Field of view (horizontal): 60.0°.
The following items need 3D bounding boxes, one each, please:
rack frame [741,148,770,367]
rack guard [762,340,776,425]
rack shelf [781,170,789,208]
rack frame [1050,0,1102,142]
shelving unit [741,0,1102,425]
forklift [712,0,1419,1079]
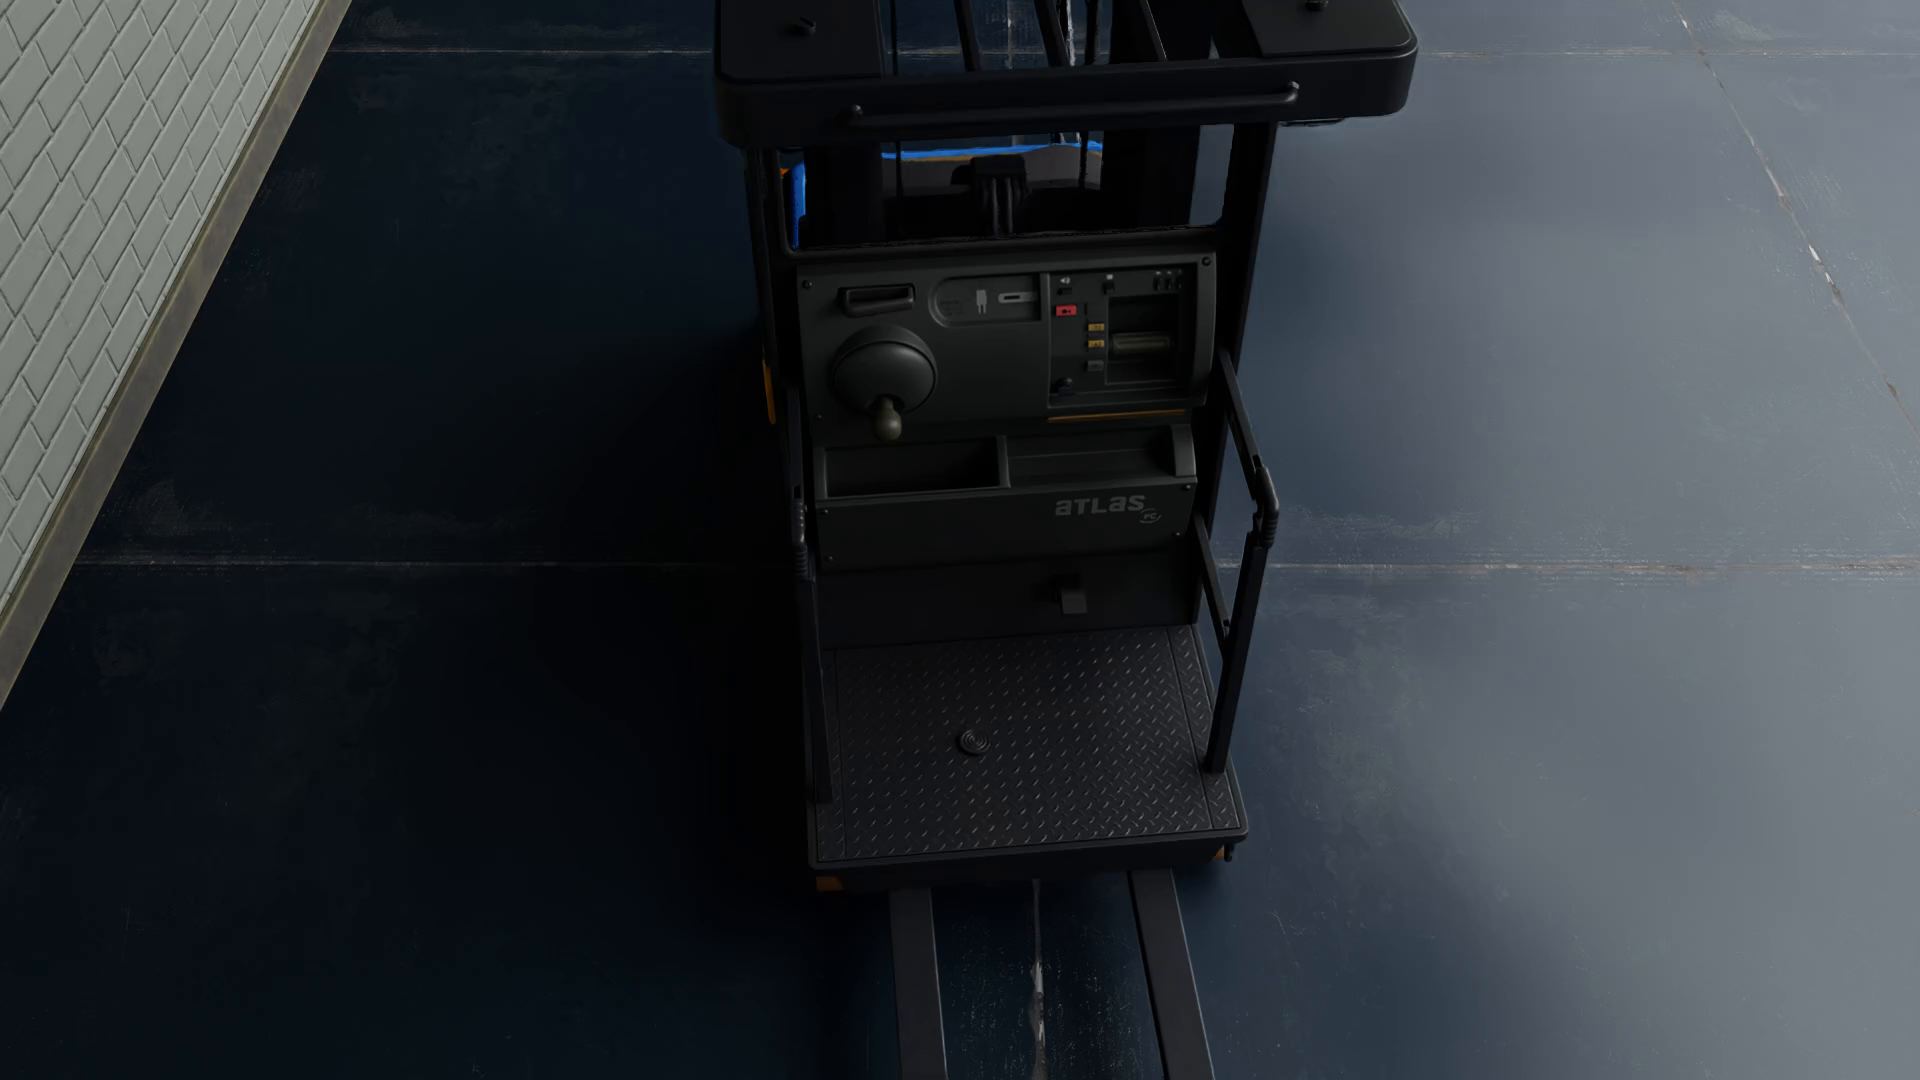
[{"bbox_3d":[-0.658,-1.112,5.261,0.032,1.500,0.500,-6,47,-5],"label":"rack frame"},{"bbox_3d":[-0.639,-0.688,5.720,0.087,0.250,0.587,-6,47,-5],"label":"rack guard"},{"bbox_3d":[-0.154,-1.084,5.389,0.952,0.026,0.459,-6,47,-5],"label":"rack shelf"},{"bbox_3d":[0.350,-1.210,5.352,0.032,1.500,0.500,-6,47,-5],"label":"rack frame"},{"bbox_3d":[-0.145,-1.162,5.307,1.083,1.500,0.587,-6,47,-5],"label":"shelving unit"},{"bbox_3d":[14.833,3.029,0.428,29.544,2.935,14.953,-4,47,-4],"label":"forklift"}]
